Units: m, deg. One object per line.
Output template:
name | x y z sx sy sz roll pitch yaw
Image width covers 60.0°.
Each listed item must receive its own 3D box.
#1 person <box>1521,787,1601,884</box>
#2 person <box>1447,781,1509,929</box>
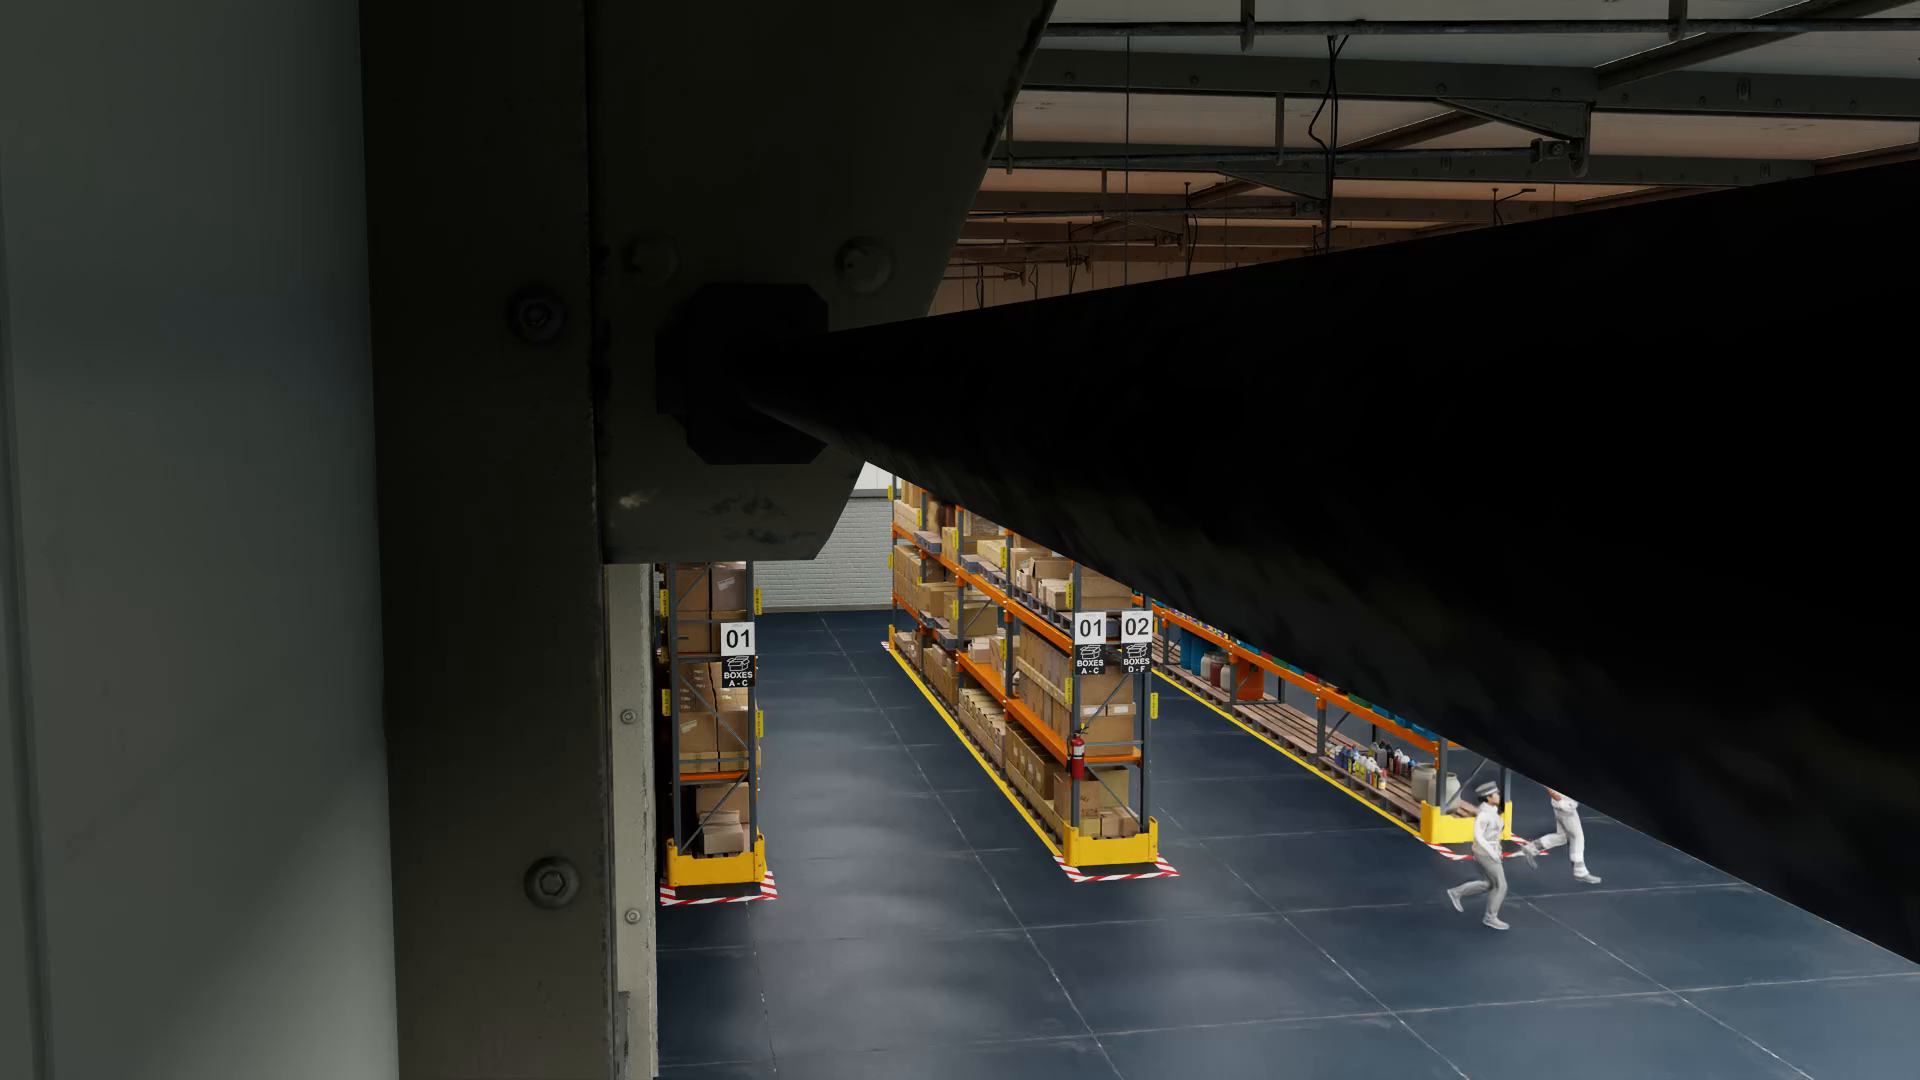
person | 7.343 3.242 20.240 0.939 1.769 0.657 3 7 27
person | 5.836 3.505 18.632 0.659 1.668 0.642 2 7 18
